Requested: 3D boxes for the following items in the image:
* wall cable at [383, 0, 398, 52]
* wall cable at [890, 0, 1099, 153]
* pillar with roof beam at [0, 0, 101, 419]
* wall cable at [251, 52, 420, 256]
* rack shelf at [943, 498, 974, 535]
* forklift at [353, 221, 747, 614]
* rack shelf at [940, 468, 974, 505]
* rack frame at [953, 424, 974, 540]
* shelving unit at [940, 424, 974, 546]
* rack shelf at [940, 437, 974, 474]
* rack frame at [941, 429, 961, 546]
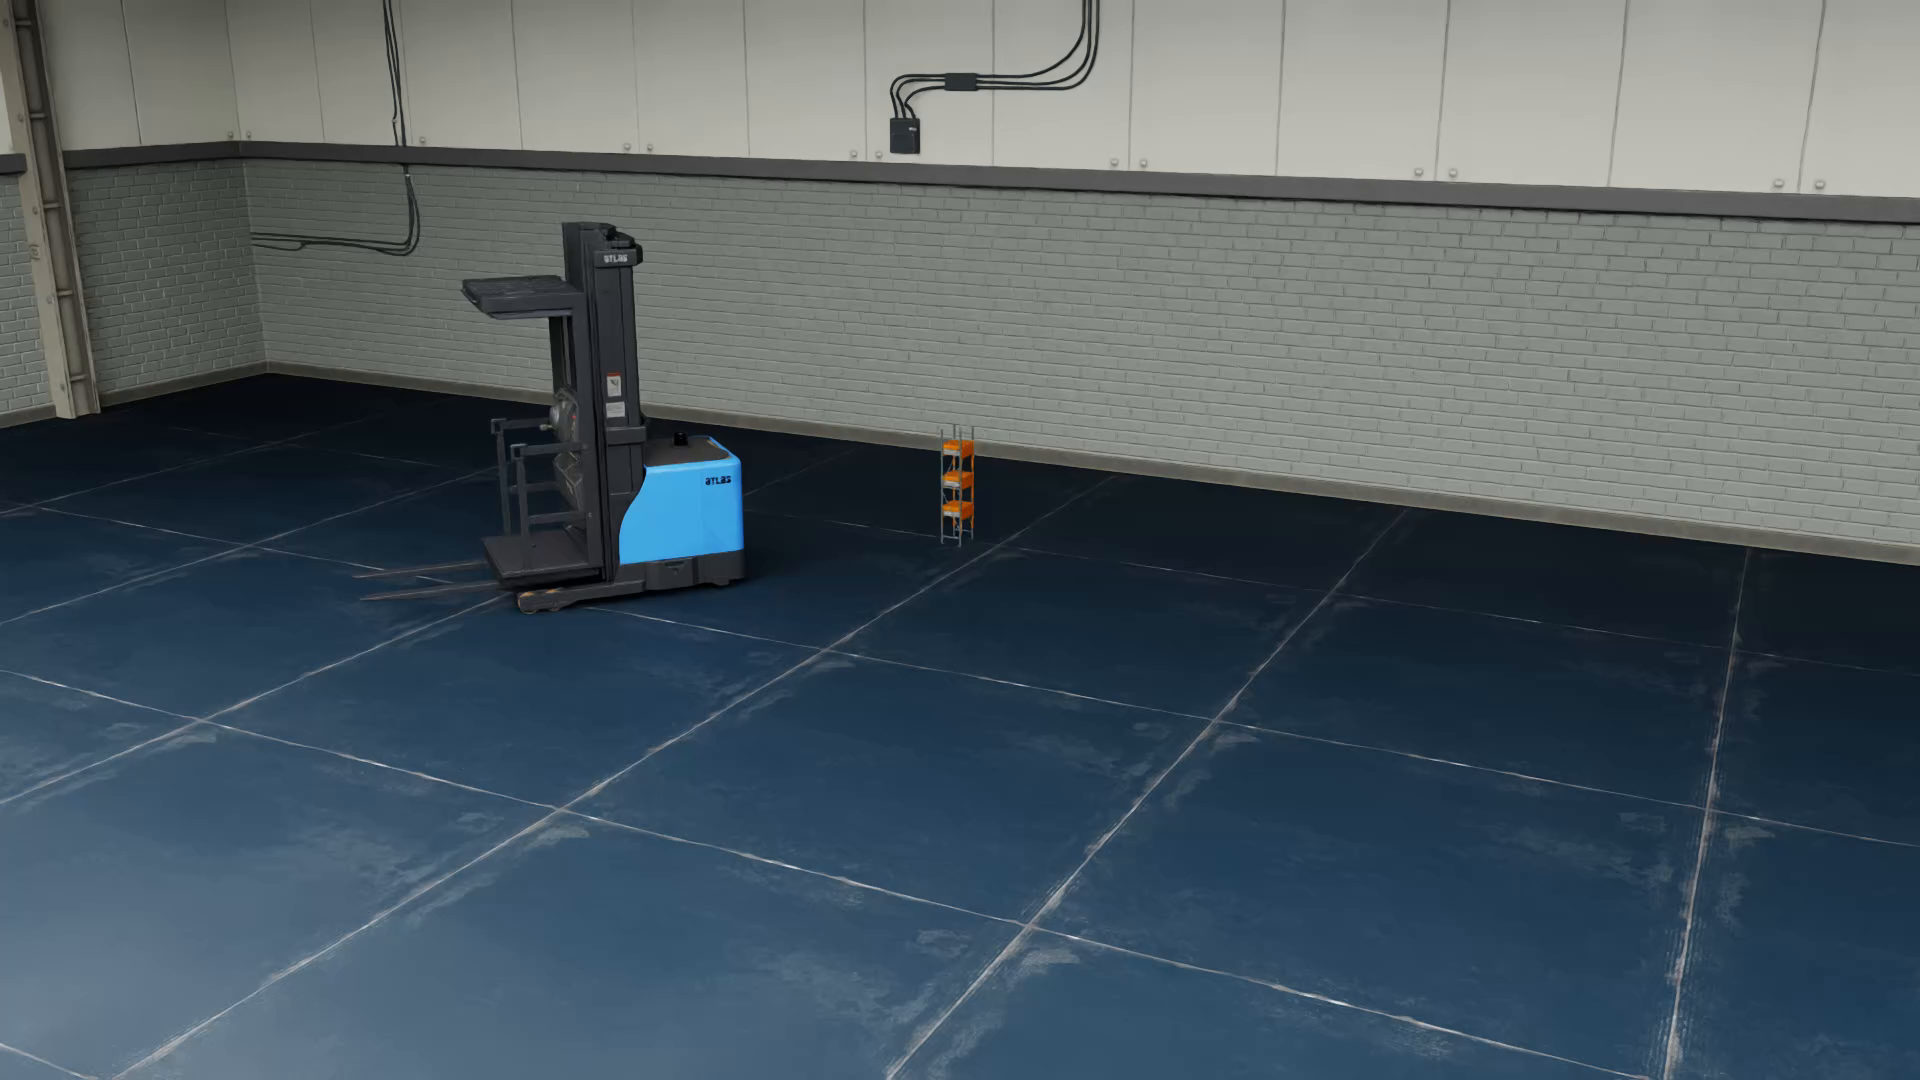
[{"bbox_3d":[-5.758,-7.003,19.382,3.097,2.526,0.112,8,18,25],"label":"wall cable"},{"bbox_3d":[0.308,-6.834,16.254,2.305,6.003,0.169,8,18,25],"label":"wall cable"},{"bbox_3d":[-6.826,-5.285,17.014,9.100,9.000,0.400,8,18,25],"label":"pillar with roof beam"},{"bbox_3d":[-8.178,-4.927,21.260,3.097,2.526,0.112,8,18,25],"label":"wall cable"},{"bbox_3d":[-0.024,-0.213,14.911,0.215,0.259,0.240,8,18,25],"label":"rack shelf"},{"bbox_3d":[-3.330,-0.993,13.220,3.031,2.935,1.130,-7,18,-22],"label":"forklift"},{"bbox_3d":[-0.024,-0.479,14.832,0.215,0.259,0.240,8,18,25],"label":"rack shelf"},{"bbox_3d":[0.031,-0.521,14.934,0.200,1.050,0.008,8,18,25],"label":"rack frame"},{"bbox_3d":[-0.024,-0.490,14.829,0.215,1.050,0.252,8,18,25],"label":"shelving unit"},{"bbox_3d":[-0.024,-0.752,14.751,0.215,0.259,0.240,8,18,25],"label":"rack shelf"},{"bbox_3d":[-0.078,-0.459,14.724,0.200,1.050,0.008,8,18,25],"label":"rack frame"}]
